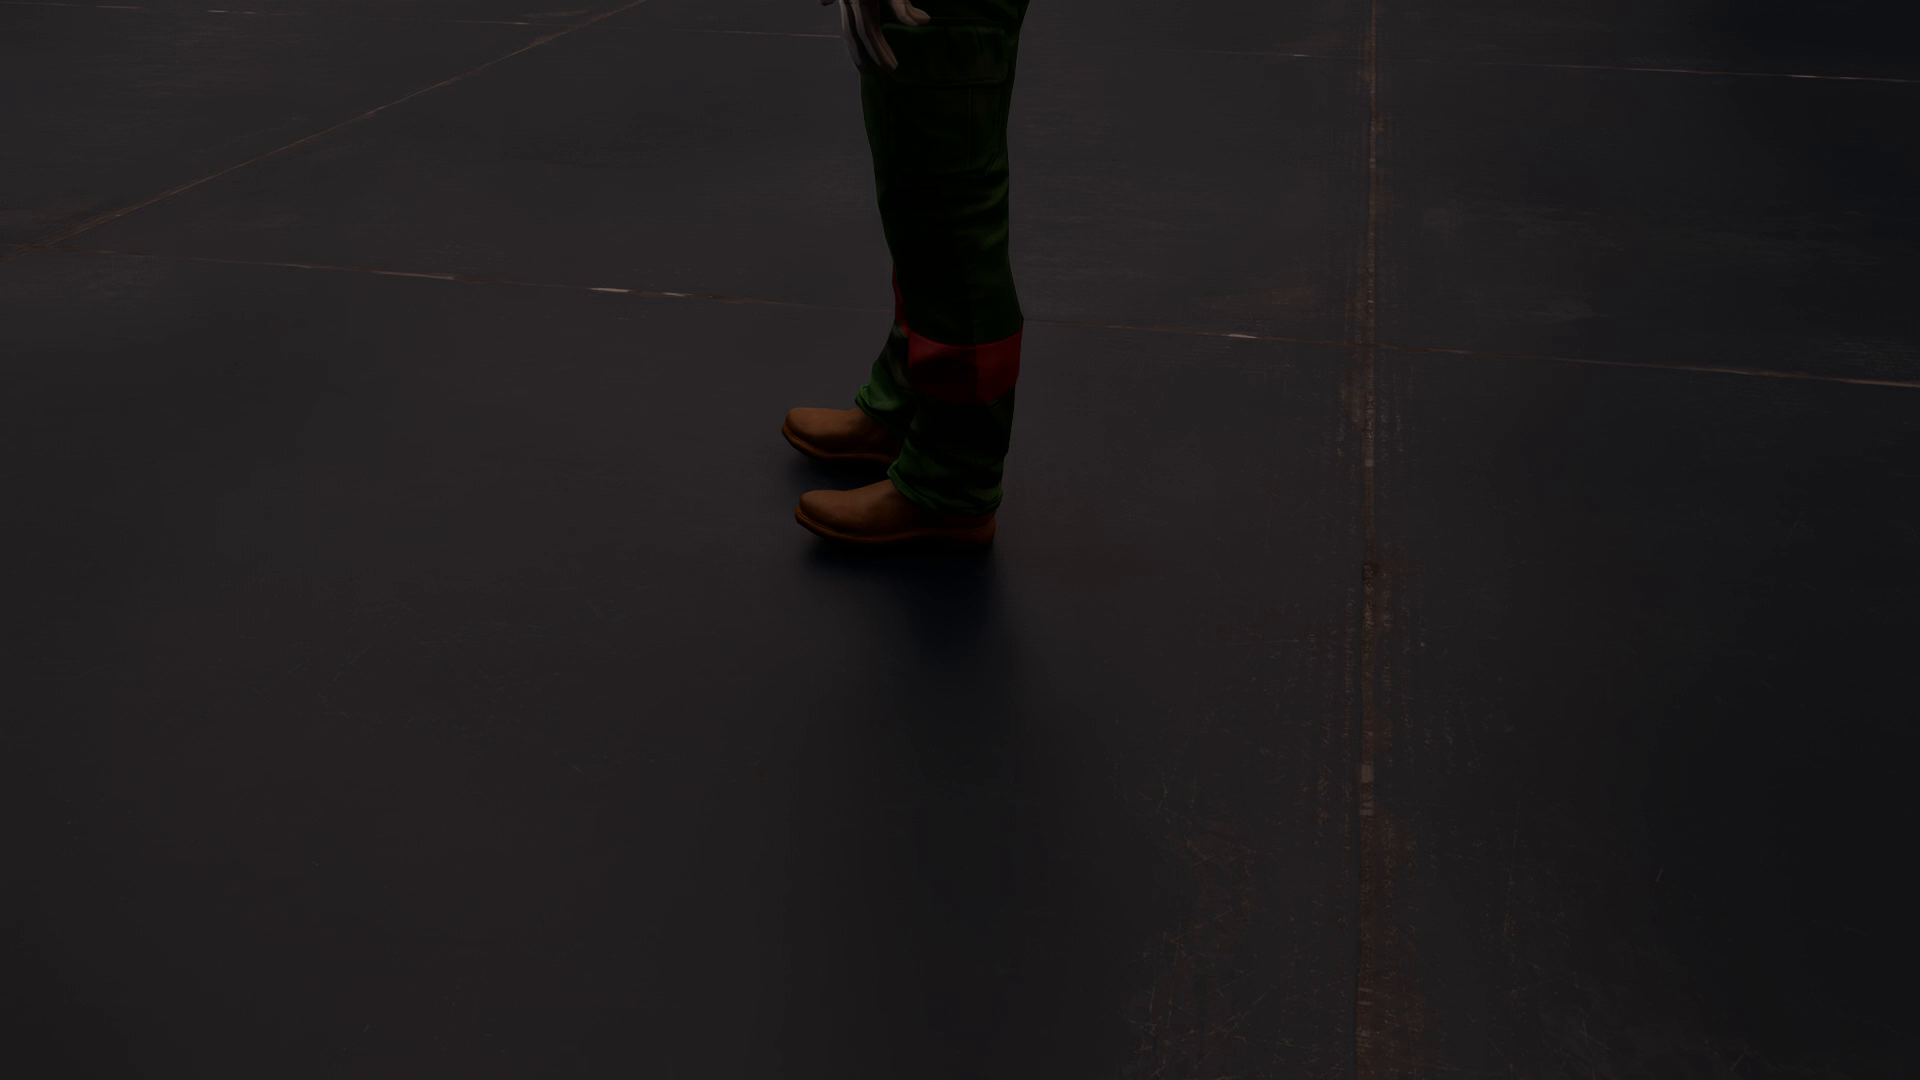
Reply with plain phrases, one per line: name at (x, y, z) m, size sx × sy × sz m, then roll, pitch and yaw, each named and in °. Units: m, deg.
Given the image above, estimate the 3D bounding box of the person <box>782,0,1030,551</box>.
person at (-0.077, -0.817, 2.119) m, size 0.562 × 1.789 × 0.638 m, roll 6°, pitch 27°, yaw 11°
